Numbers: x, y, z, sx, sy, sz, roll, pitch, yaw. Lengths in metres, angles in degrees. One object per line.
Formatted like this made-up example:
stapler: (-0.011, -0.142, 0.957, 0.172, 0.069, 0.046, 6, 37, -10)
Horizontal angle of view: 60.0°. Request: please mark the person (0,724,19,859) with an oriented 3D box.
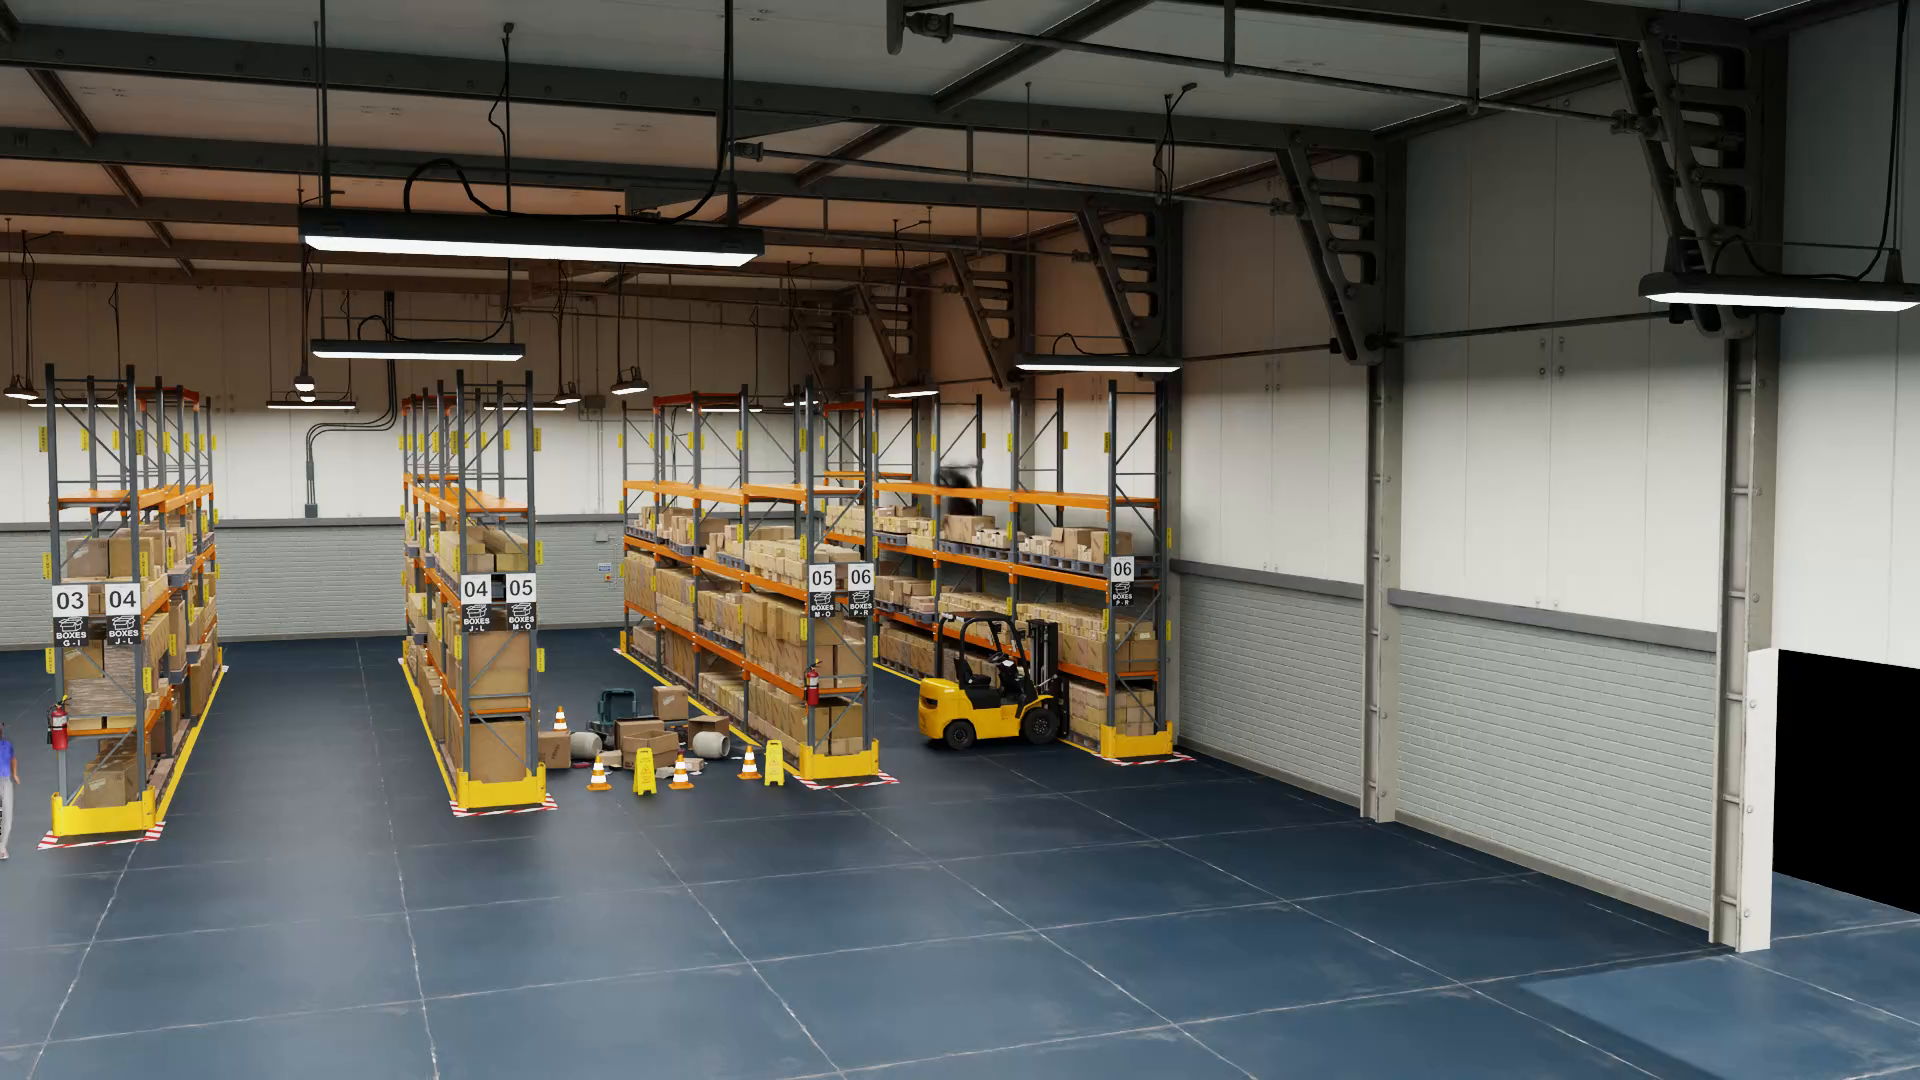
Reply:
person: (-11.739, 3.021, 20.233, 0.797, 1.637, 0.600, 3, 4, 38)
